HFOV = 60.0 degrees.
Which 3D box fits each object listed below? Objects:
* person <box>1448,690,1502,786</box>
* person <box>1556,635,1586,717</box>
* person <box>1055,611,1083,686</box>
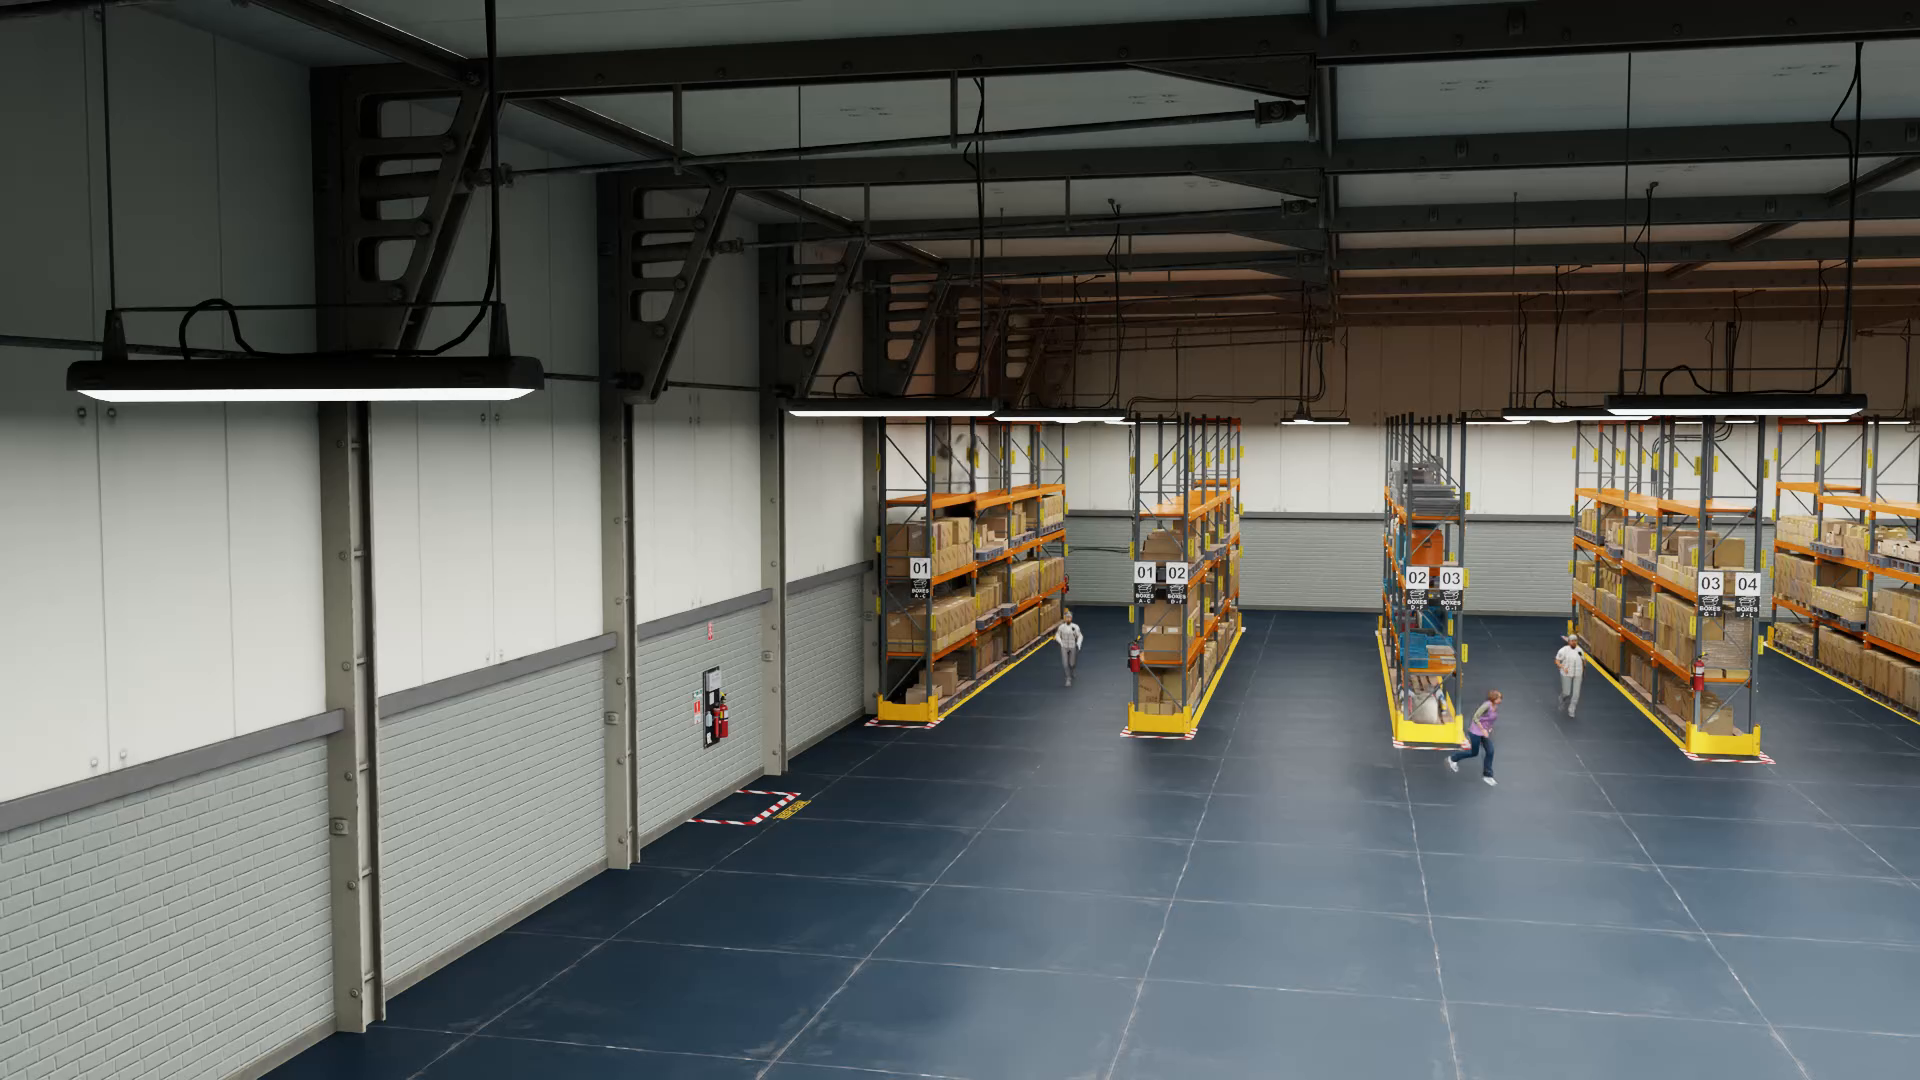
[{"bbox_3d":[8.331,3.157,26.913,0.896,1.549,0.559,3,5,40],"label":"person"},{"bbox_3d":[12.135,2.680,33.014,0.595,1.622,0.560,0,4,3],"label":"person"},{"bbox_3d":[2.419,2.405,36.989,0.616,1.660,0.531,1,4,7],"label":"person"}]
